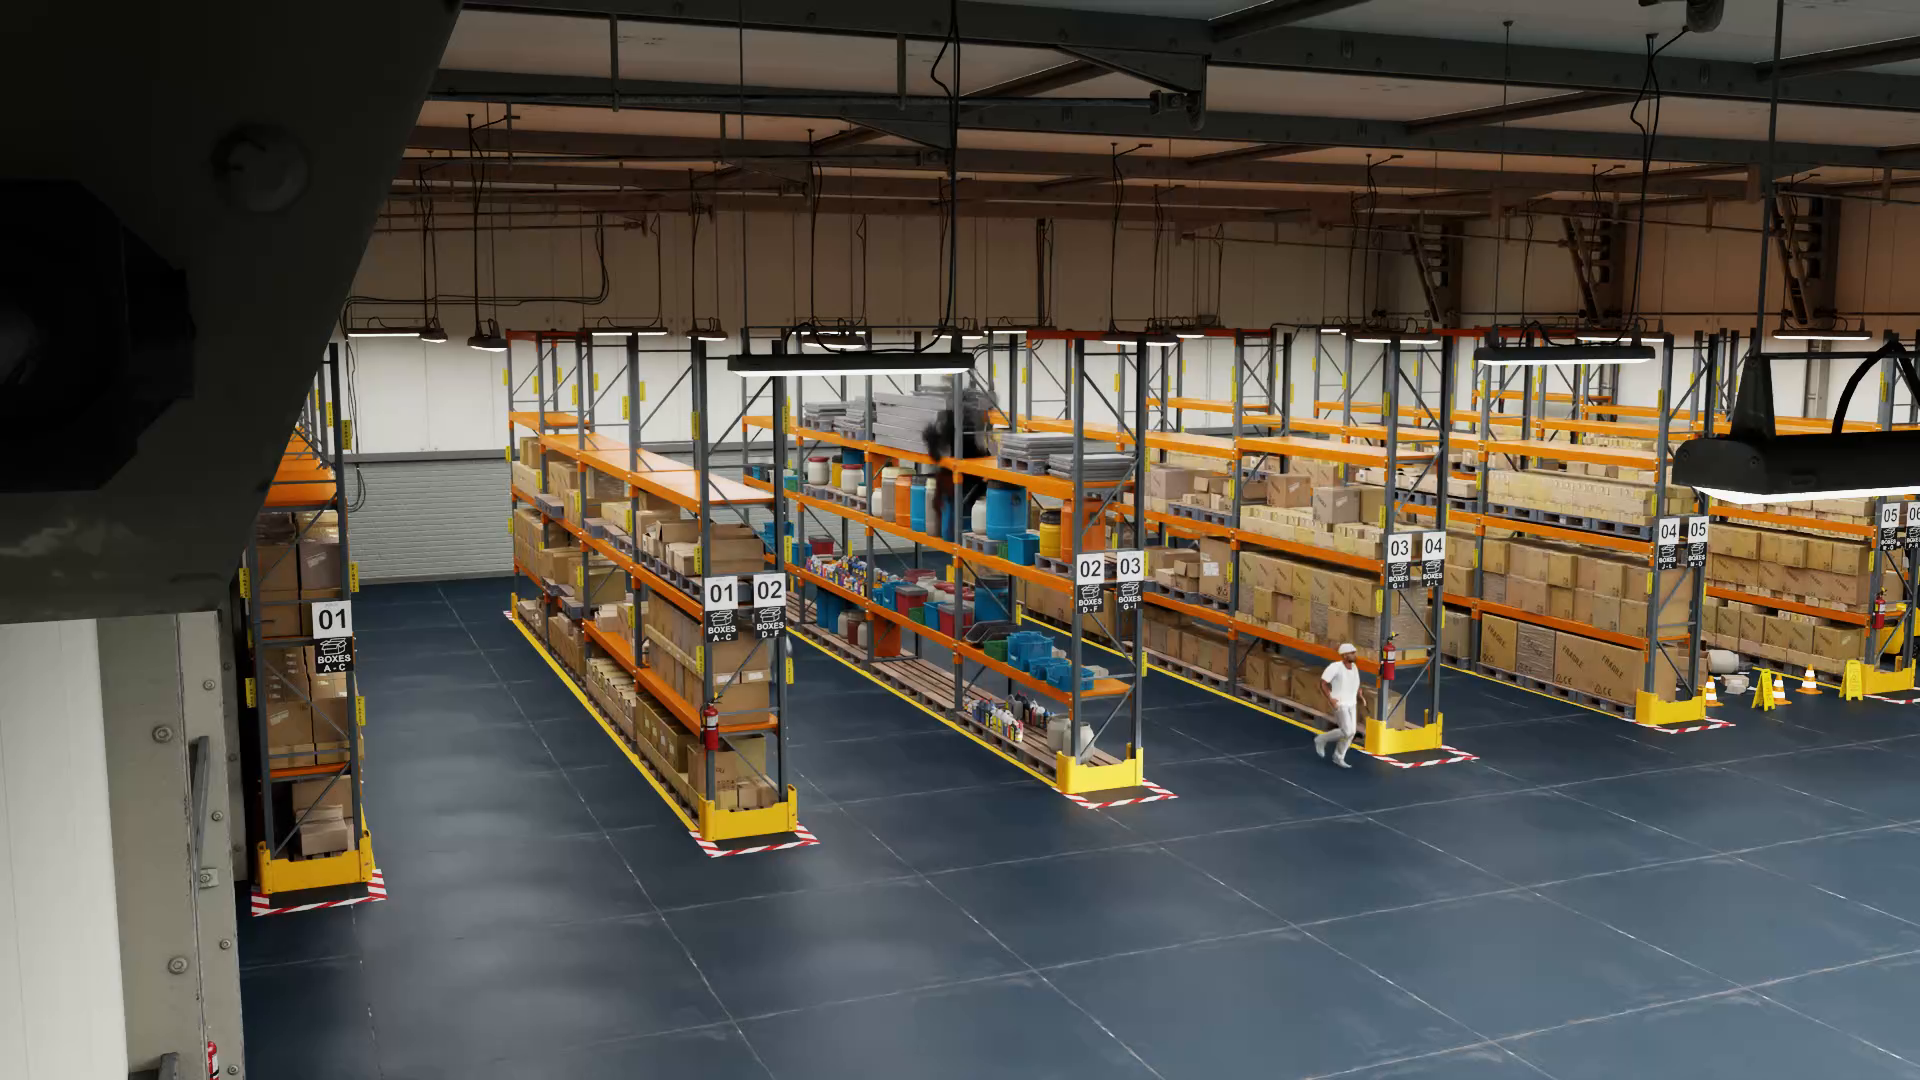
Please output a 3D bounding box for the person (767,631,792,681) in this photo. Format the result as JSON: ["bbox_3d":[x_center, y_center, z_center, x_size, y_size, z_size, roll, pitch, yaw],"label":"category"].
[{"bbox_3d":[-3.149,1.629,28.299,0.526,1.633,0.813,-4,9,-30],"label":"person"}]

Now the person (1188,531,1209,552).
[{"bbox_3d":[5.277,0.628,35.815,0.626,1.791,0.776,-3,8,-23],"label":"person"}]

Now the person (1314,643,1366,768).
[{"bbox_3d":[5.396,2.314,23.483,0.713,1.742,0.582,-7,10,-42],"label":"person"}]

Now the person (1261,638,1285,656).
[{"bbox_3d":[5.839,1.290,30.752,0.703,1.799,0.756,-4,9,-27],"label":"person"}]
